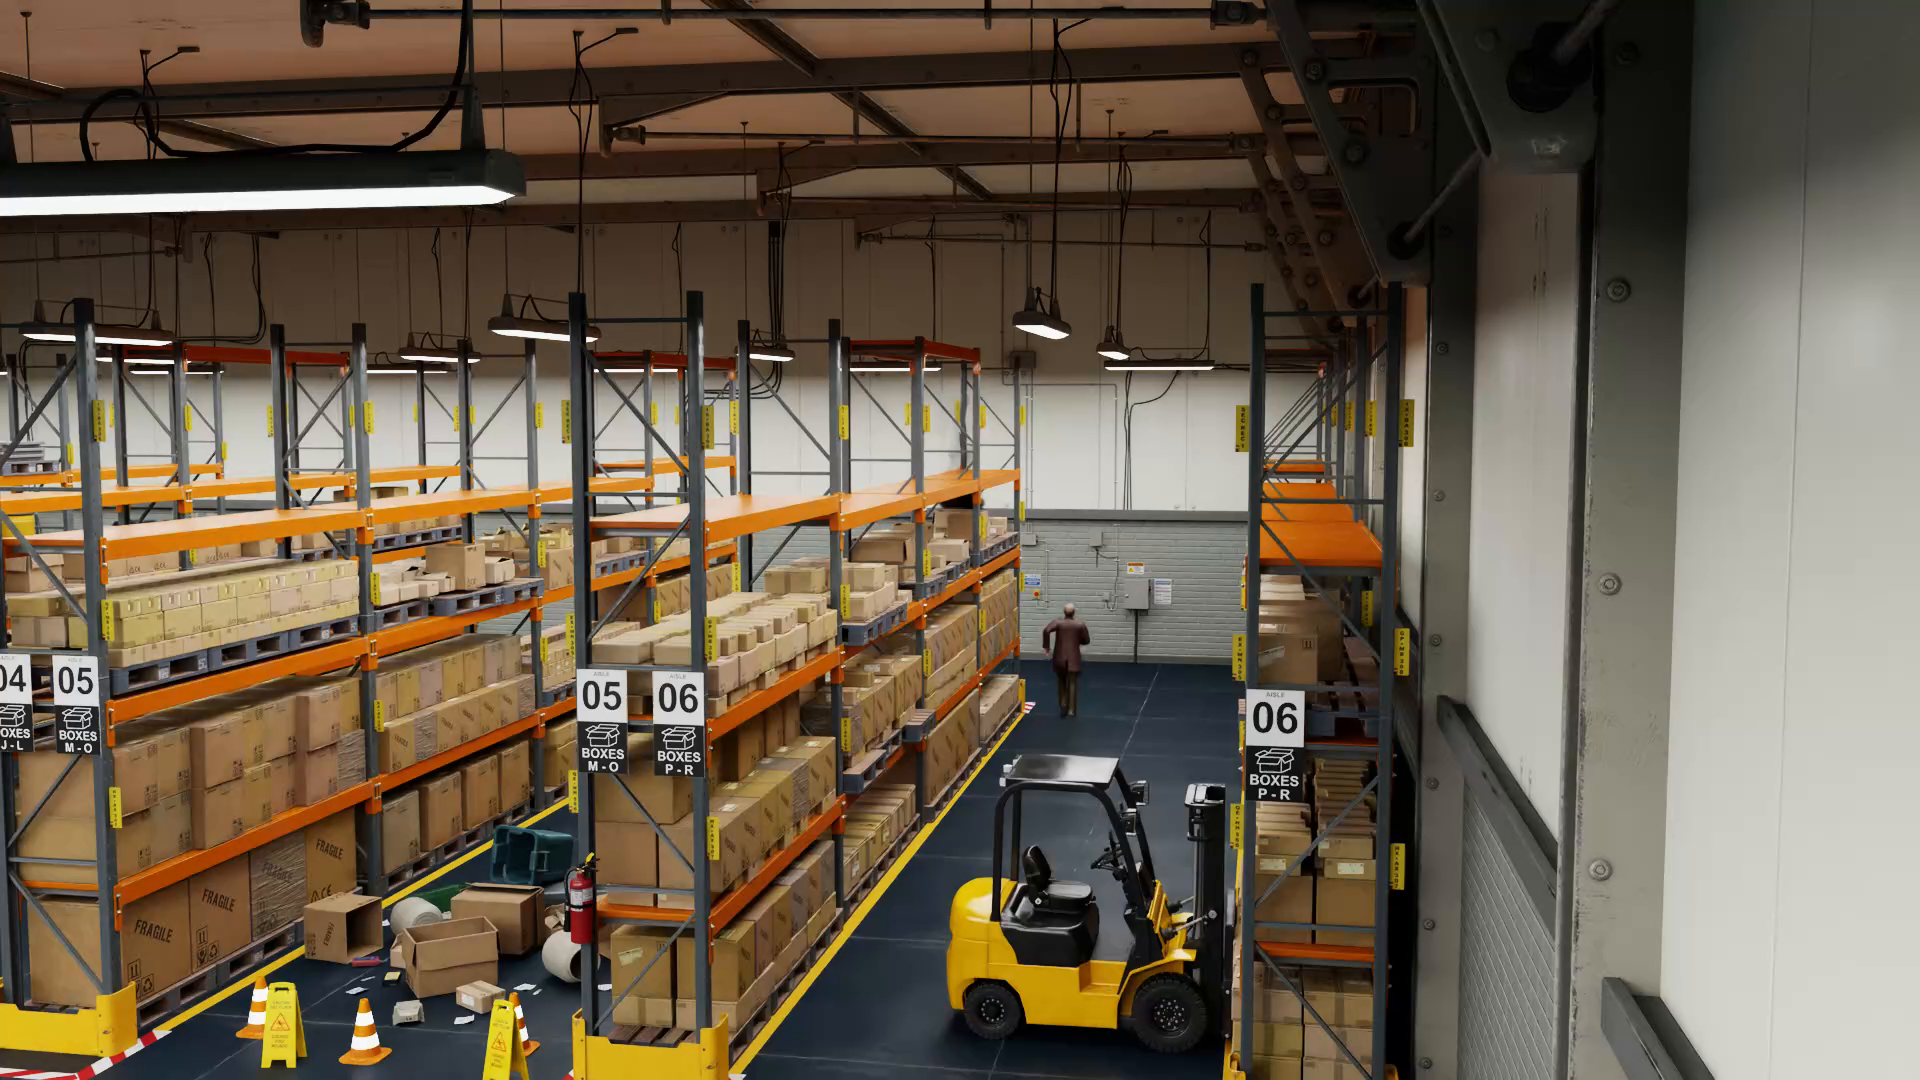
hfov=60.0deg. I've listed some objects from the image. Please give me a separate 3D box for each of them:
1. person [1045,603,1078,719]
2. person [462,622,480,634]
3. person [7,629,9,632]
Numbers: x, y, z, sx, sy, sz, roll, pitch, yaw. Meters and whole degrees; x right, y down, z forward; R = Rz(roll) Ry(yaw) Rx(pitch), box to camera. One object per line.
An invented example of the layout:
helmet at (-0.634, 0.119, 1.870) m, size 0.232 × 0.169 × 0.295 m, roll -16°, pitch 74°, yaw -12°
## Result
person at (1.663, 1.917, 26.044) m, size 0.679 × 1.858 × 0.919 m, roll 1°, pitch 5°, yaw 9°
person at (-9.279, 1.802, 31.523) m, size 0.635 × 1.671 × 0.564 m, roll 4°, pitch 6°, yaw 42°
person at (-19.018, 1.633, 33.286) m, size 0.643 × 1.738 × 0.712 m, roll 4°, pitch 6°, yaw 40°
